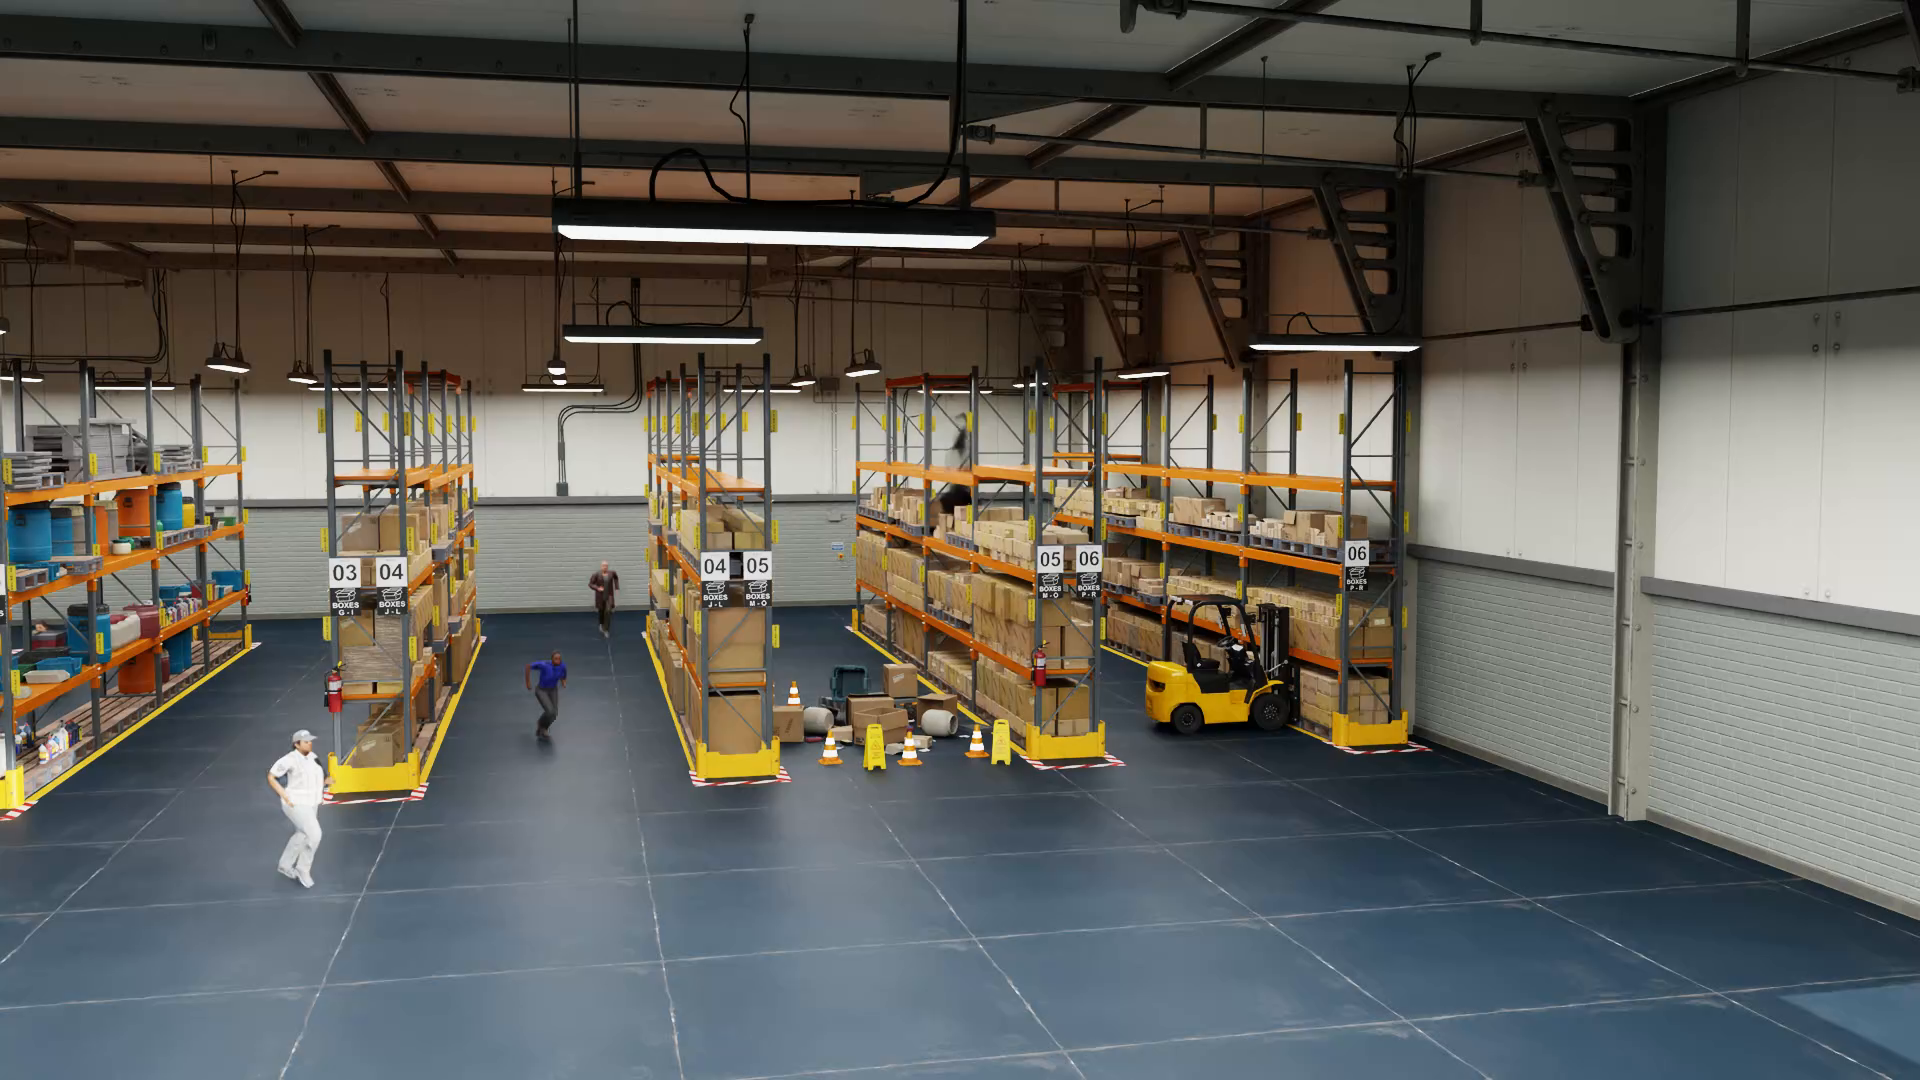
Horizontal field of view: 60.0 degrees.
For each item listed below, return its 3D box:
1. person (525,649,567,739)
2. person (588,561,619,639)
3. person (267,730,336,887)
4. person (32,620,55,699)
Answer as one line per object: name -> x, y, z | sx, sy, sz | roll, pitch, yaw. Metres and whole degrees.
person -> -6.506, 2.439, 26.178 | 0.601, 1.484, 0.855 | -4, 5, -42
person -> -8.400, 1.384, 39.251 | 0.737, 1.794, 1.105 | -2, 4, -21
person -> -7.175, 2.926, 18.159 | 0.721, 1.711, 0.581 | 1, 4, 12
person -> -16.573, 2.164, 30.041 | 0.607, 1.505, 0.820 | -1, 4, -17
